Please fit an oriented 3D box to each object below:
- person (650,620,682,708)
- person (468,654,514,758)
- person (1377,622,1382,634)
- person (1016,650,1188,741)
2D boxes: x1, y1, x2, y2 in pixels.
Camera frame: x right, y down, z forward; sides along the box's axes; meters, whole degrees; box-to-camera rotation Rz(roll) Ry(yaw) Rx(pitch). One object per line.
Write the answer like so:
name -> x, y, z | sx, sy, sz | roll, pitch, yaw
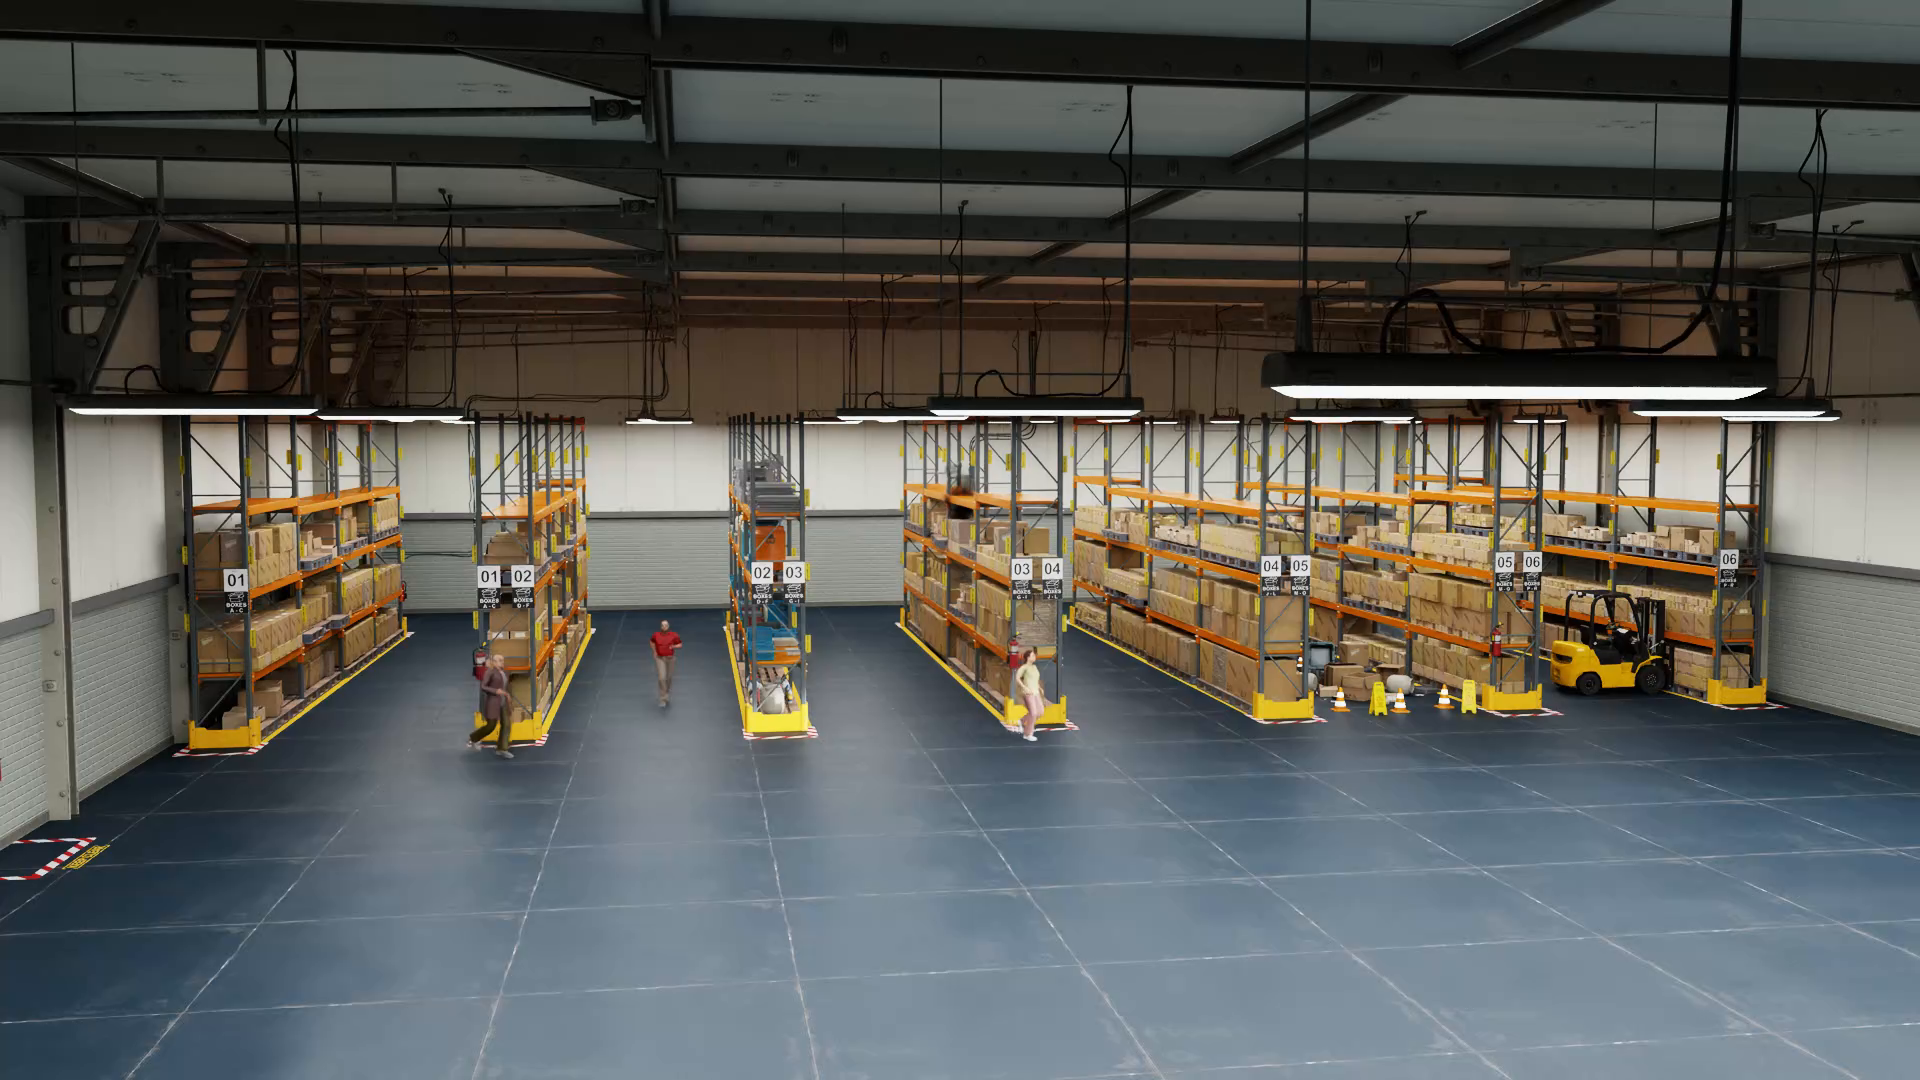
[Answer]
person -> -6.052, 2.545, 34.315 | 0.629, 1.803, 0.811 | -1, 4, -16
person -> -8.101, 2.877, 28.977 | 0.933, 1.783, 0.720 | 2, 4, 27
person -> 11.052, 1.906, 44.092 | 0.607, 1.653, 0.518 | -1, 4, -12
person -> 2.870, 2.498, 35.647 | 4.362, 1.638, 10.516 | 3, 5, 39
